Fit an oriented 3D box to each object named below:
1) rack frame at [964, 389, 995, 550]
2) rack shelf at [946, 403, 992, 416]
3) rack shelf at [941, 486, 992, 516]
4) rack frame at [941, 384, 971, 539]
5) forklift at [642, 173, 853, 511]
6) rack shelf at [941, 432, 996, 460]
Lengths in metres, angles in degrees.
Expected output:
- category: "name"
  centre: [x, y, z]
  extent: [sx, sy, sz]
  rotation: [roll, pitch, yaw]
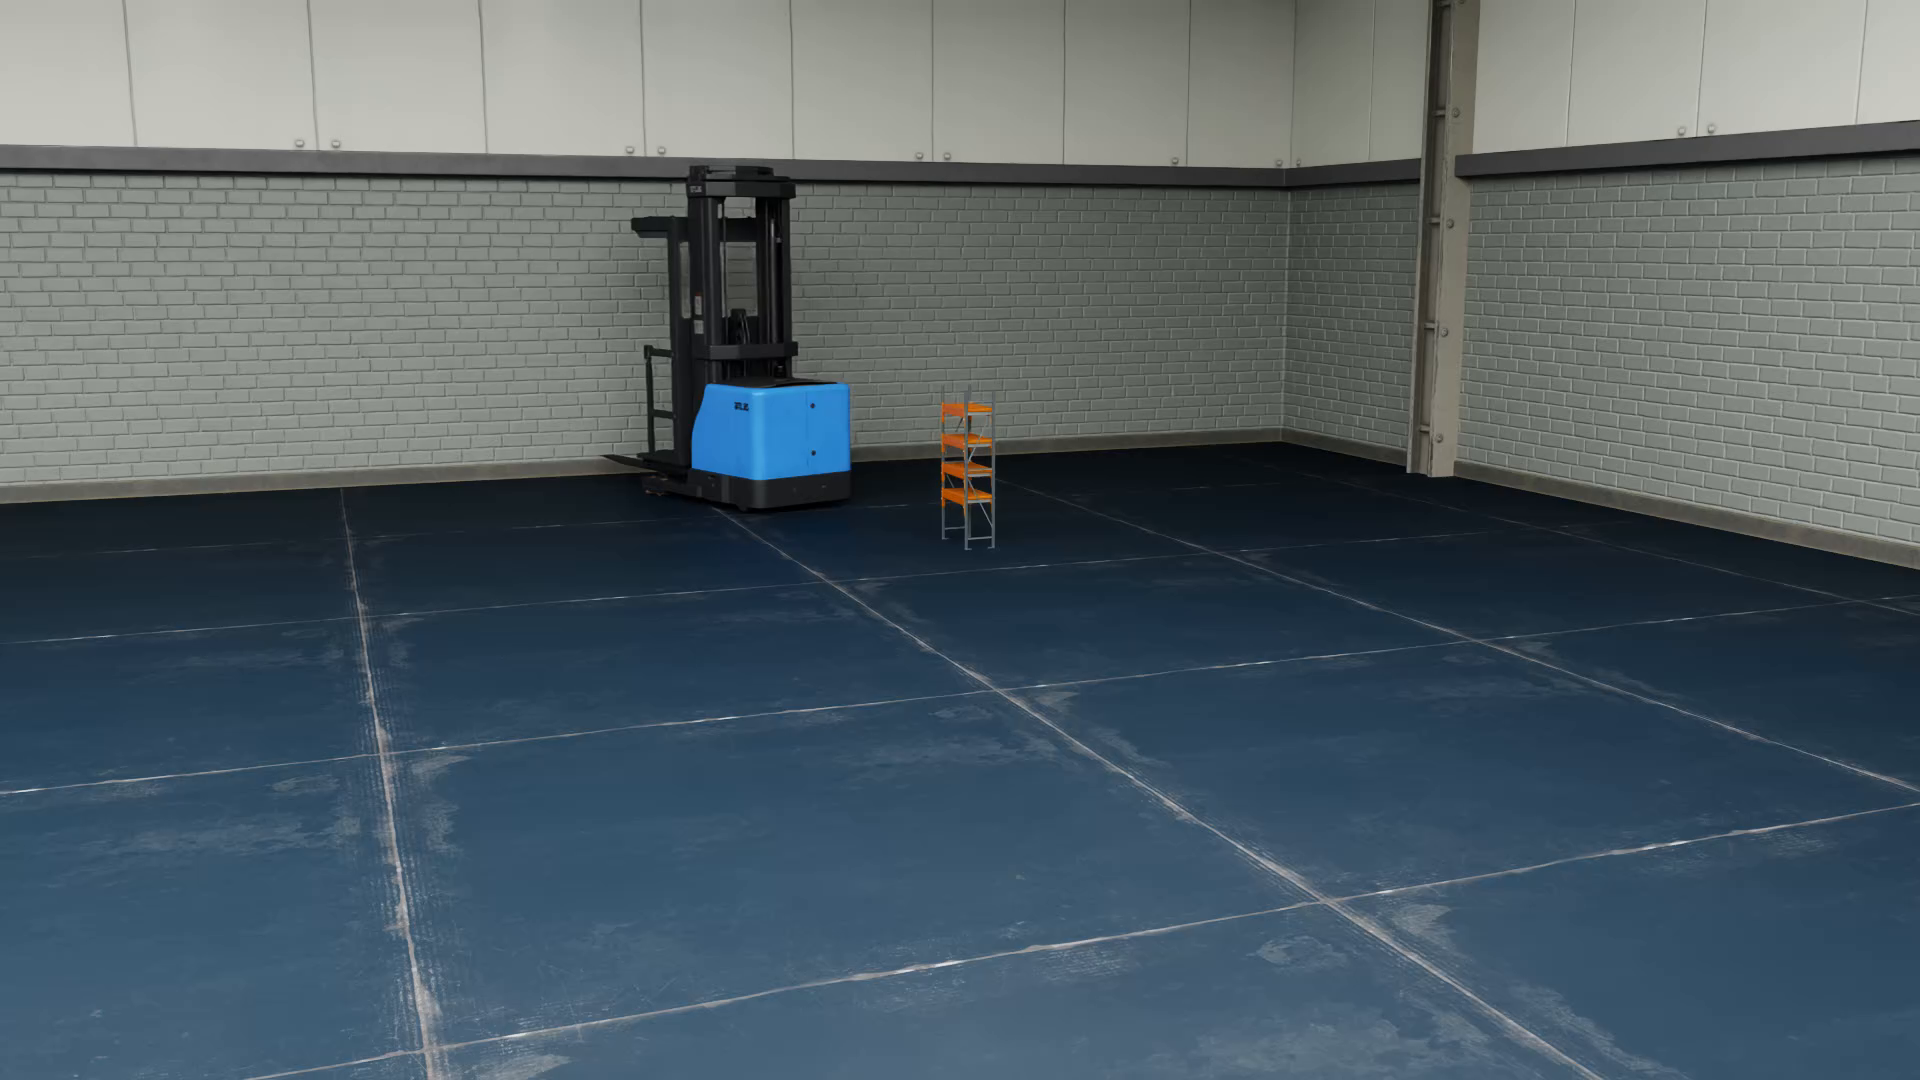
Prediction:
- category: "rack frame"
  centre: [0.148, -0.524, 12.439]
  extent: [0.240, 1.200, 0.015]
  rotation: [-4, 11, -21]
- category: "rack shelf"
  centre: [0.060, -0.989, 12.588]
  extent: [0.221, 0.050, 0.457]
  rotation: [-4, 11, -21]
- category: "rack shelf"
  centre: [0.060, -0.302, 12.710]
  extent: [0.258, 0.148, 0.480]
  rotation: [-4, 11, -21]
- category: "rack frame"
  centre: [-0.028, -0.604, 12.887]
  extent: [0.240, 1.200, 0.015]
  rotation: [-4, 11, -21]
- category: "forklift"
  centre: [-1.924, -1.786, 14.774]
  extent: [1.129, 2.867, 1.939]
  rotation: [-8, 13, -40]
- category: "rack shelf"
  centre: [0.060, -0.718, 12.636]
  extent: [0.258, 0.148, 0.480]
  rotation: [-4, 11, -21]
